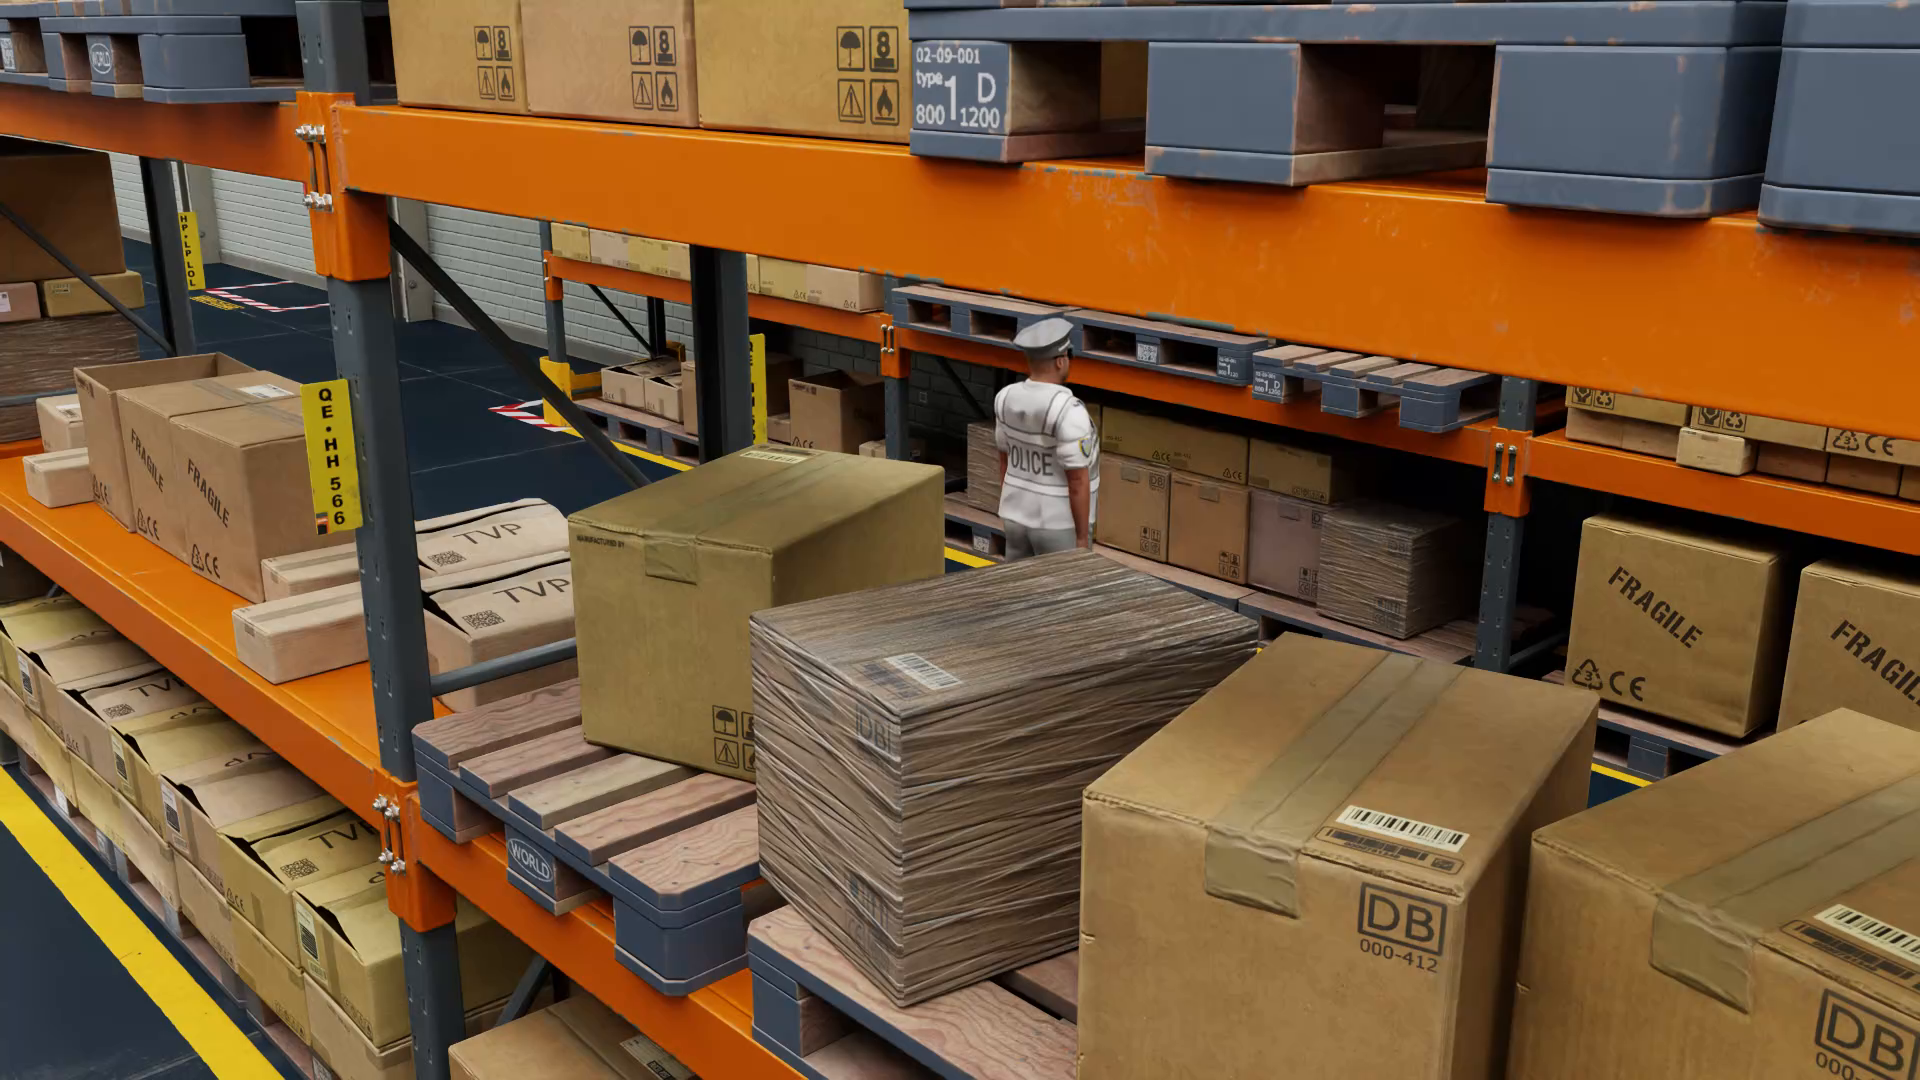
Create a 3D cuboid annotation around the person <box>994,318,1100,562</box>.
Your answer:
[{"bbox_3d":[0.390,-0.080,7.264,0.395,1.774,0.527,-15,23,-40],"label":"person"}]
